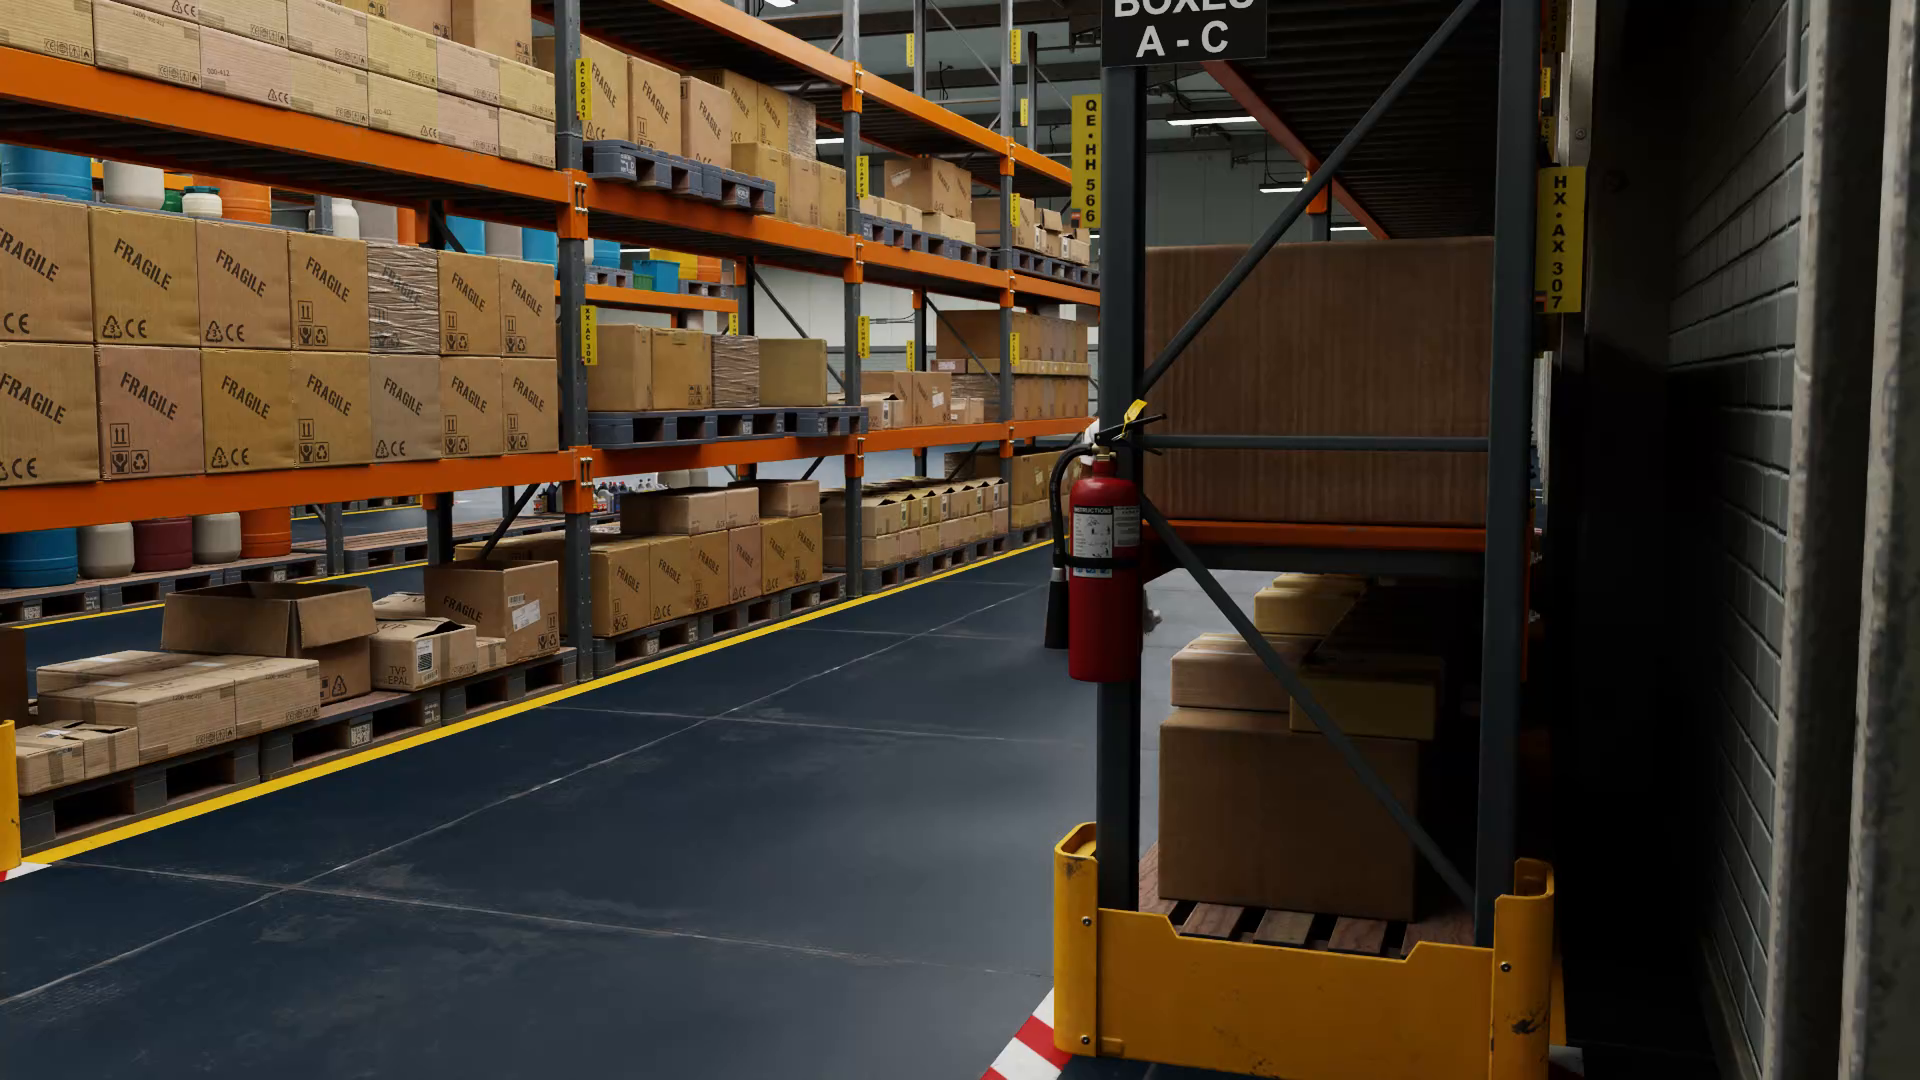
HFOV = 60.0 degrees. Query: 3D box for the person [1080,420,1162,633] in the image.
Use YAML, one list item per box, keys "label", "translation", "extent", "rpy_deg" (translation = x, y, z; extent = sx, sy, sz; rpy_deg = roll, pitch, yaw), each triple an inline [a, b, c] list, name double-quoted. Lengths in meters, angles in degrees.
- label: "person"
  translation: [1.125, -0.210, 10.718]
  extent: [0.580, 1.714, 1.068]
  rpy_deg: [4, 7, 41]
